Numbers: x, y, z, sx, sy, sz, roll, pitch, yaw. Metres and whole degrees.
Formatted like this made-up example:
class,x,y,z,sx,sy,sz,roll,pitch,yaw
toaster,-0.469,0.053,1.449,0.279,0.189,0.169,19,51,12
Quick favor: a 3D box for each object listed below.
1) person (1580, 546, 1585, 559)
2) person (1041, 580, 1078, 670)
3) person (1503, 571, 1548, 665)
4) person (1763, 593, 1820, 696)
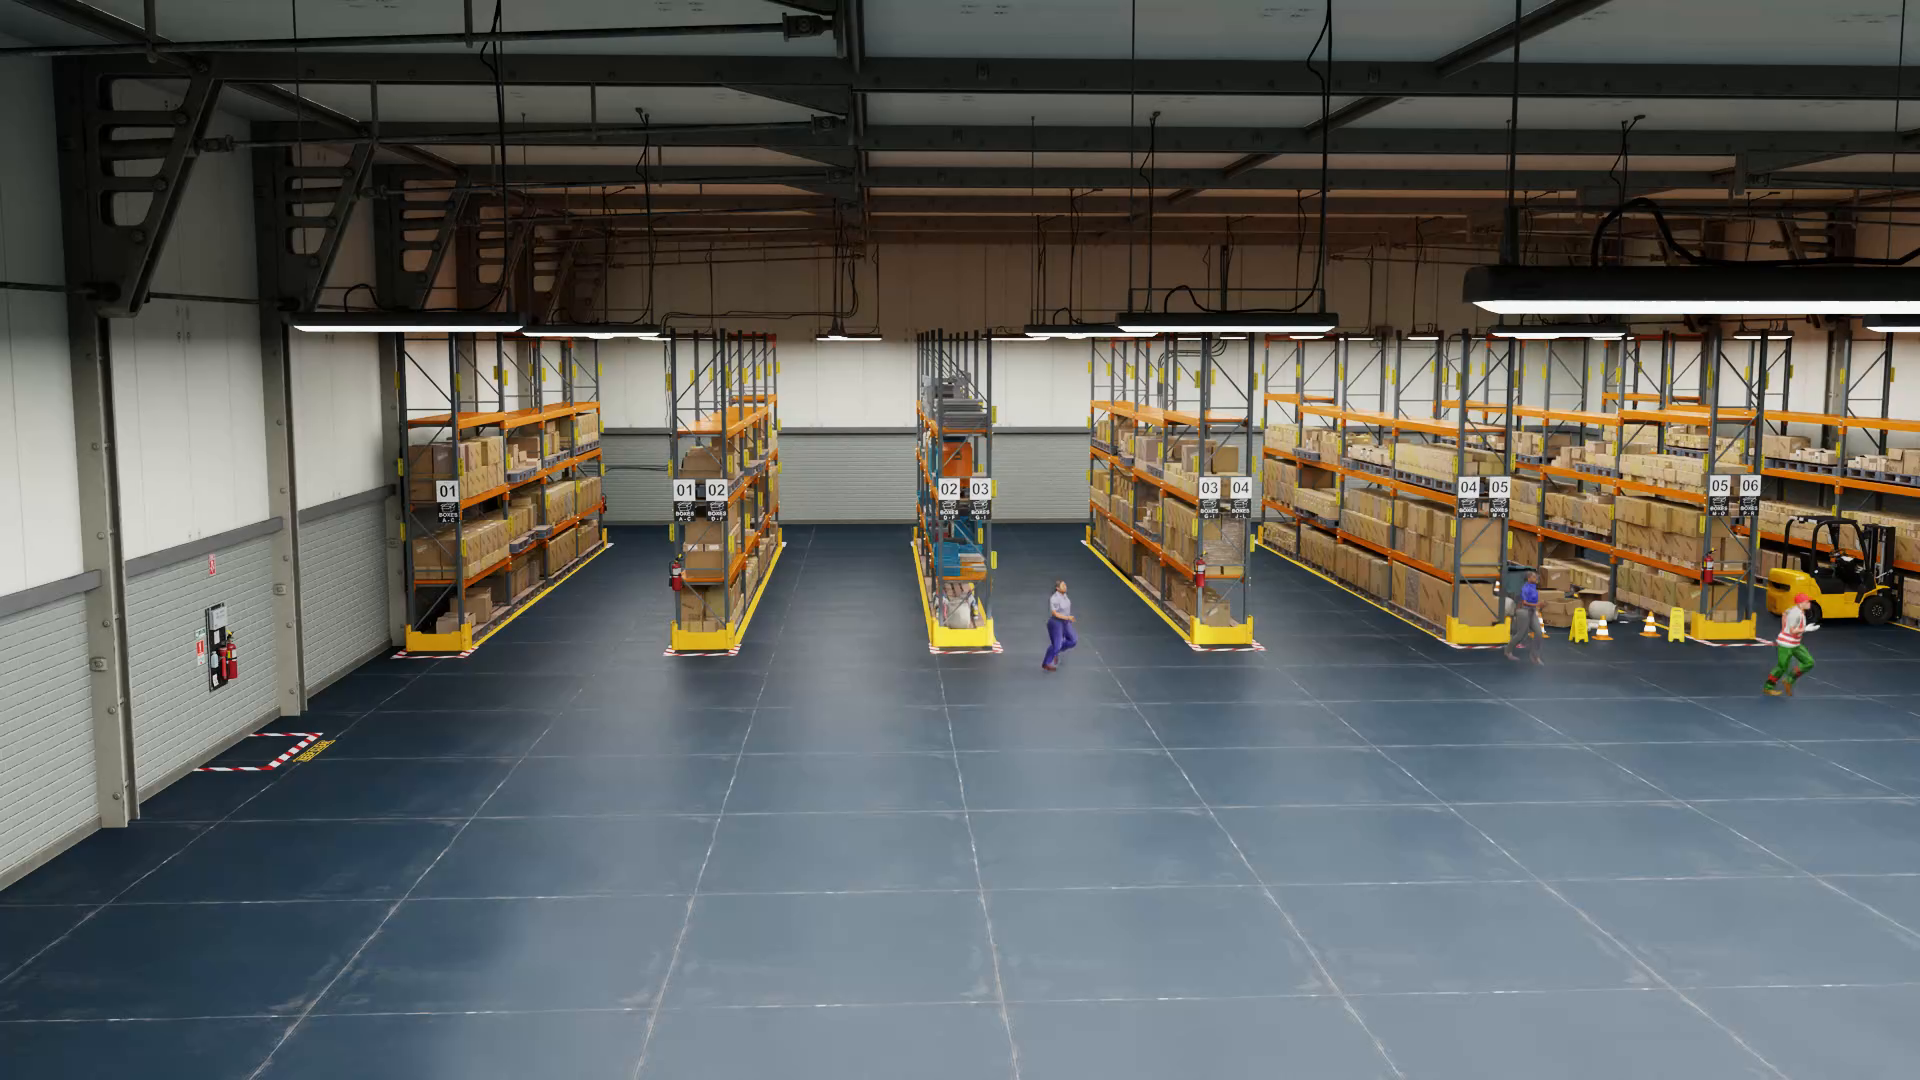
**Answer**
class,x,y,z,sx,sy,sz,roll,pitch,yaw
person,15.796,-0.032,42.297,0.529,1.554,0.549,-1,7,-5
person,1.782,1.500,29.229,0.678,1.588,0.634,4,8,32
person,10.188,1.404,29.870,0.777,1.736,0.590,6,9,43
person,13.393,1.687,26.764,0.628,1.716,0.828,-6,9,-43
